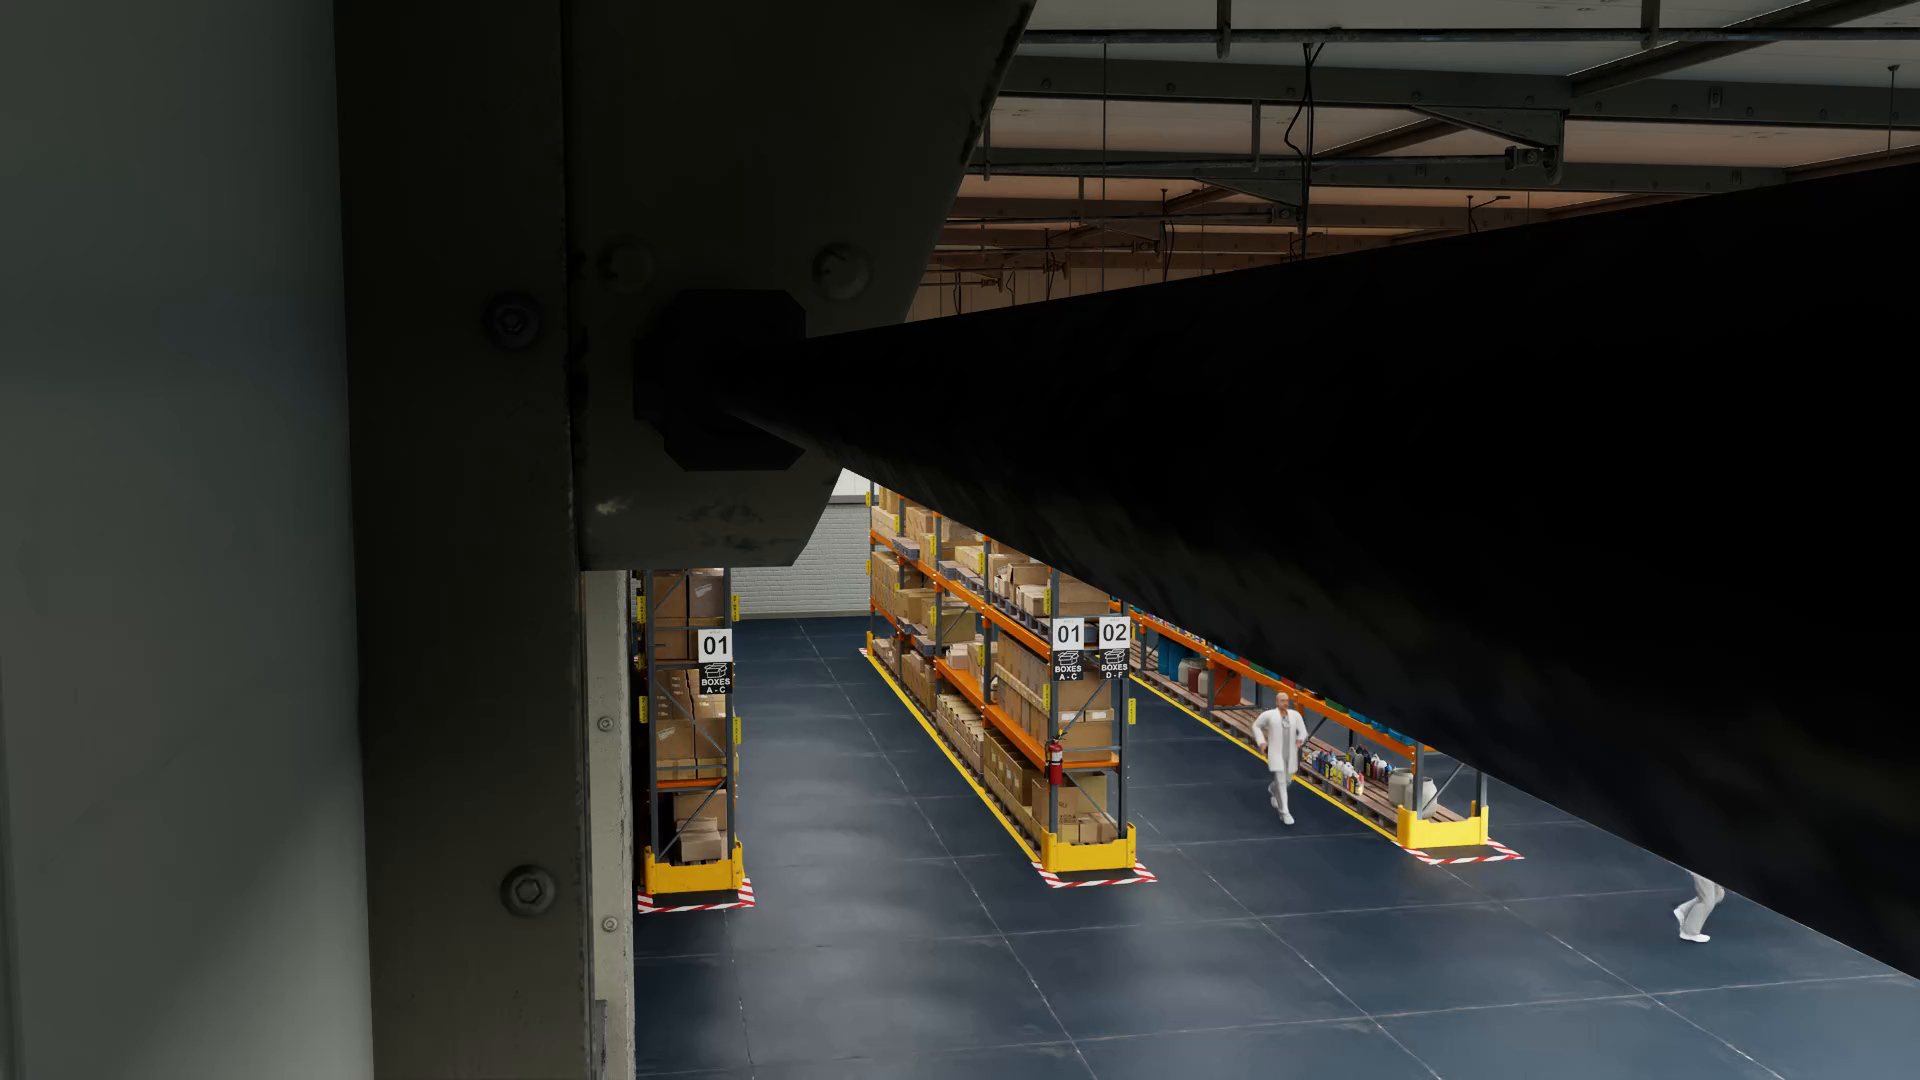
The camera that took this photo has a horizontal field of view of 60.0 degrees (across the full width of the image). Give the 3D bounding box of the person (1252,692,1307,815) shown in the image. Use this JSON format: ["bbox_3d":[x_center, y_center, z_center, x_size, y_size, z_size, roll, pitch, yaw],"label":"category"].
[{"bbox_3d":[5.335,4.455,9.517,6.014,1.794,28.412,-1,6,-11],"label":"person"}]

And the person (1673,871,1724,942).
[{"bbox_3d":[8.169,3.613,18.270,0.549,1.633,0.570,2,6,14],"label":"person"}]
